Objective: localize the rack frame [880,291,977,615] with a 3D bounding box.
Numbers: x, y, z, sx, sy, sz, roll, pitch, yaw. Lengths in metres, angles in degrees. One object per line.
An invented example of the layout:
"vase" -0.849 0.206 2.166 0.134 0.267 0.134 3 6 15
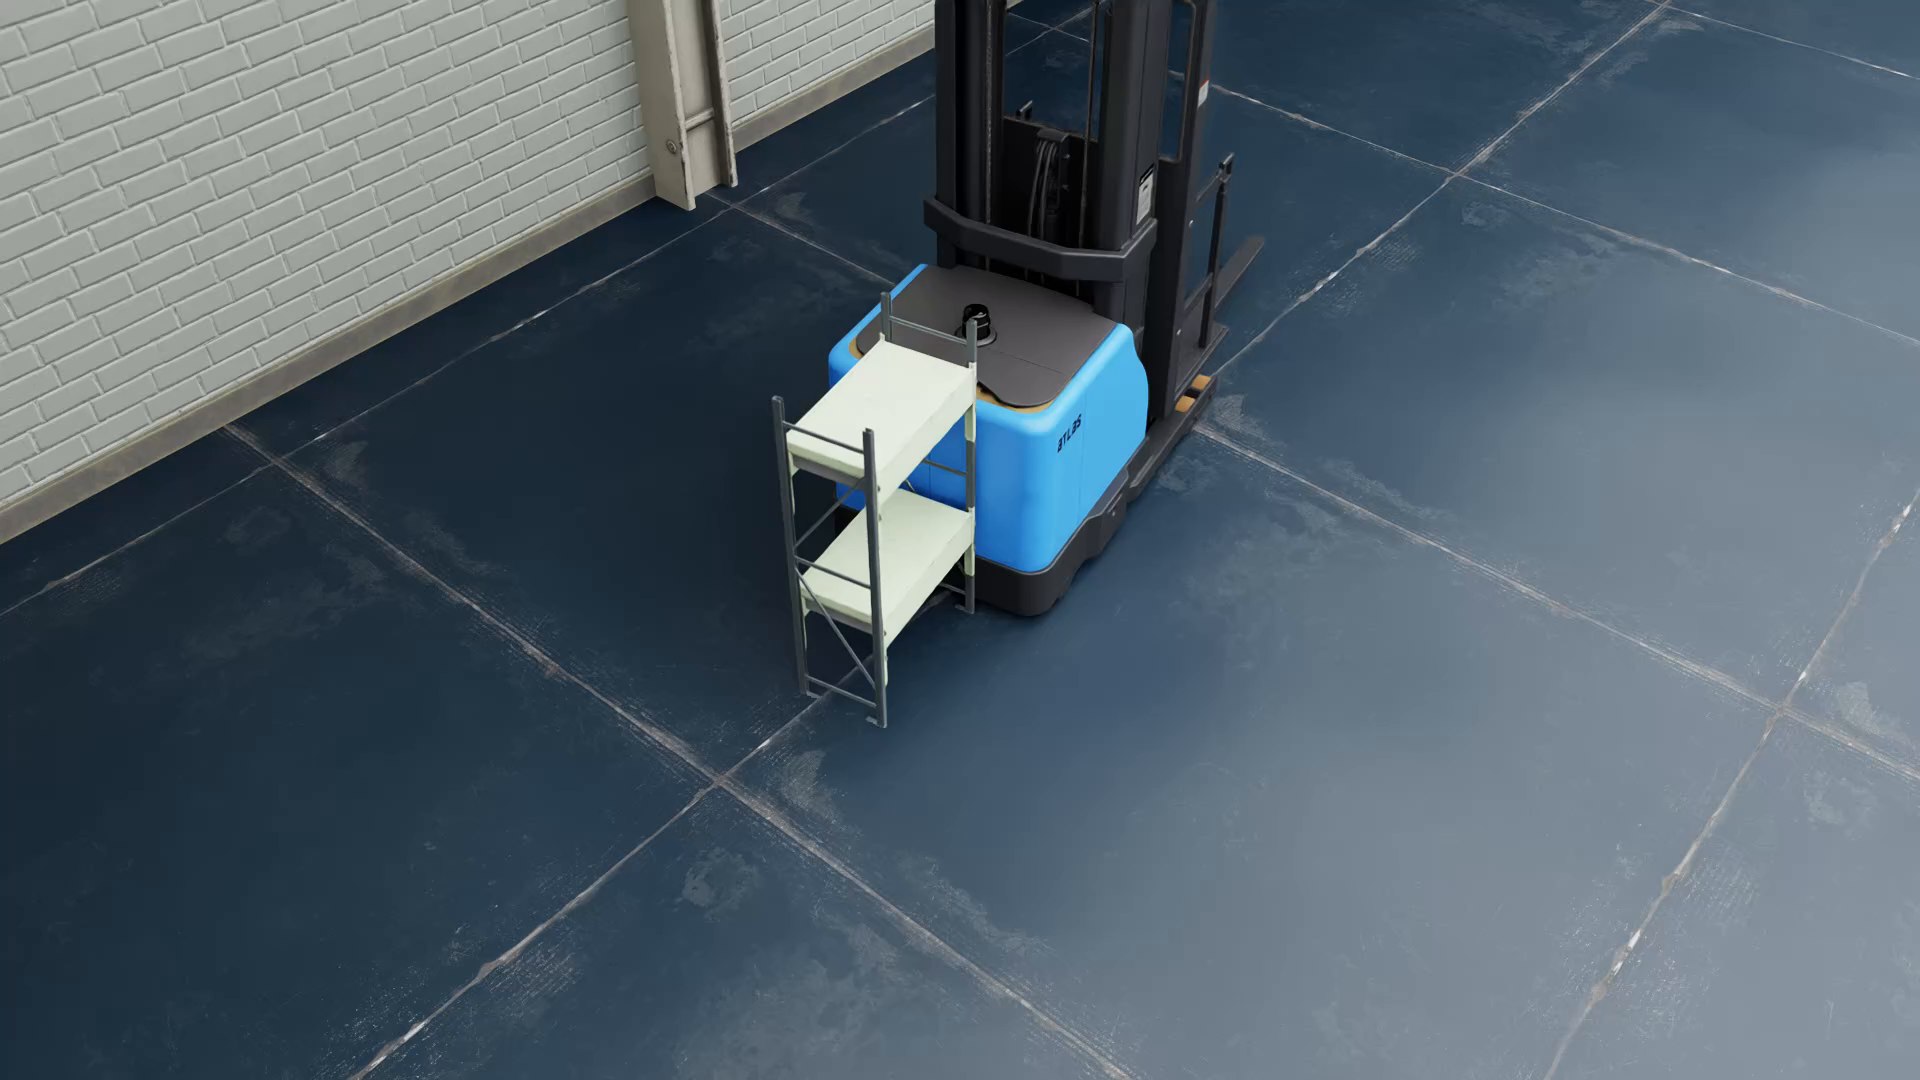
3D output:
"rack frame" -0.117 -0.305 6.653 0.400 1.500 0.023 20 46 21

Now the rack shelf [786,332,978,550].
"rack shelf" -0.294 -0.378 6.153 0.431 0.370 0.720 20 46 21

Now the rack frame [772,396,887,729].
"rack frame" -0.471 0.126 6.179 0.400 1.500 0.023 20 46 21

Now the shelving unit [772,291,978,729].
"shelving unit" -0.294 -0.089 6.416 0.431 1.500 0.755 20 46 21

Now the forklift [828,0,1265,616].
"forklift" 0.603 -1.748 7.176 1.130 2.935 3.031 20 46 21

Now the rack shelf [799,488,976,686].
"rack shelf" -0.294 0.152 6.635 0.431 0.370 0.720 20 46 21

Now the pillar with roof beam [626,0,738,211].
"pillar with roof beam" 1.757 -3.513 4.607 9.100 9.000 0.400 29 50 28
